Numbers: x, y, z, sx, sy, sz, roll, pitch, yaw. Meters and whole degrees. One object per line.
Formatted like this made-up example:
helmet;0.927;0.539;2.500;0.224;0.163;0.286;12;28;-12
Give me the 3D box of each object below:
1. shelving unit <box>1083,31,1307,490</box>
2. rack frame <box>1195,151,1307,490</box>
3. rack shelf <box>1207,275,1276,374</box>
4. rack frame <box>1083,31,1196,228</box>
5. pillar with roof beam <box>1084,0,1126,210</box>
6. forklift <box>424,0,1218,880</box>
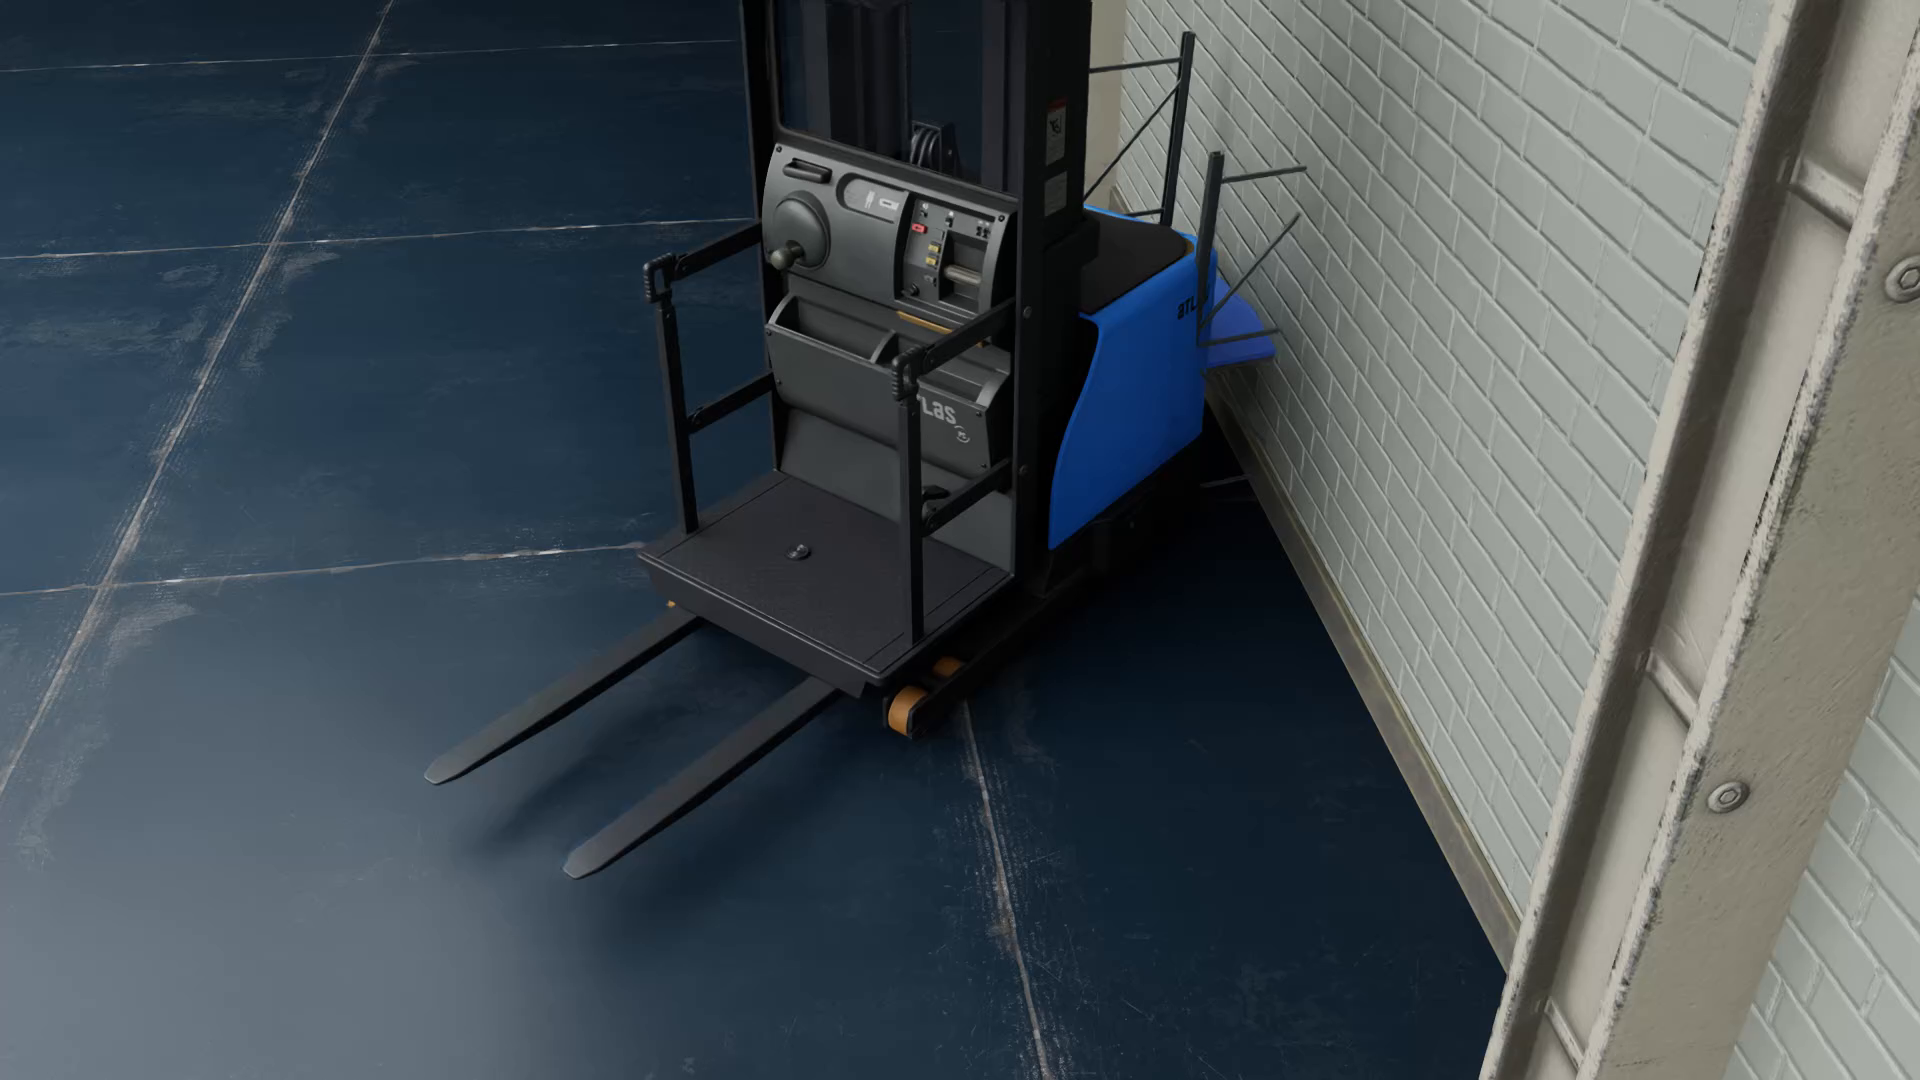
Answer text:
shelving unit;0.844;-1.028;6.437;0.538;1.500;1.048;-13;40;-19
rack frame;1.040;-0.739;6.069;0.500;1.500;0.032;-13;40;-19
rack shelf;0.837;-0.885;6.546;0.538;0.185;1.000;-13;40;-19
rack frame;0.647;-1.318;6.806;0.500;1.500;0.032;-13;40;-19
pillar with roof beam;-3.622;-5.216;5.913;9.100;9.000;0.400;-4;35;-6
forklift;-0.371;-0.895;4.960;1.130;2.935;3.031;24;41;31
